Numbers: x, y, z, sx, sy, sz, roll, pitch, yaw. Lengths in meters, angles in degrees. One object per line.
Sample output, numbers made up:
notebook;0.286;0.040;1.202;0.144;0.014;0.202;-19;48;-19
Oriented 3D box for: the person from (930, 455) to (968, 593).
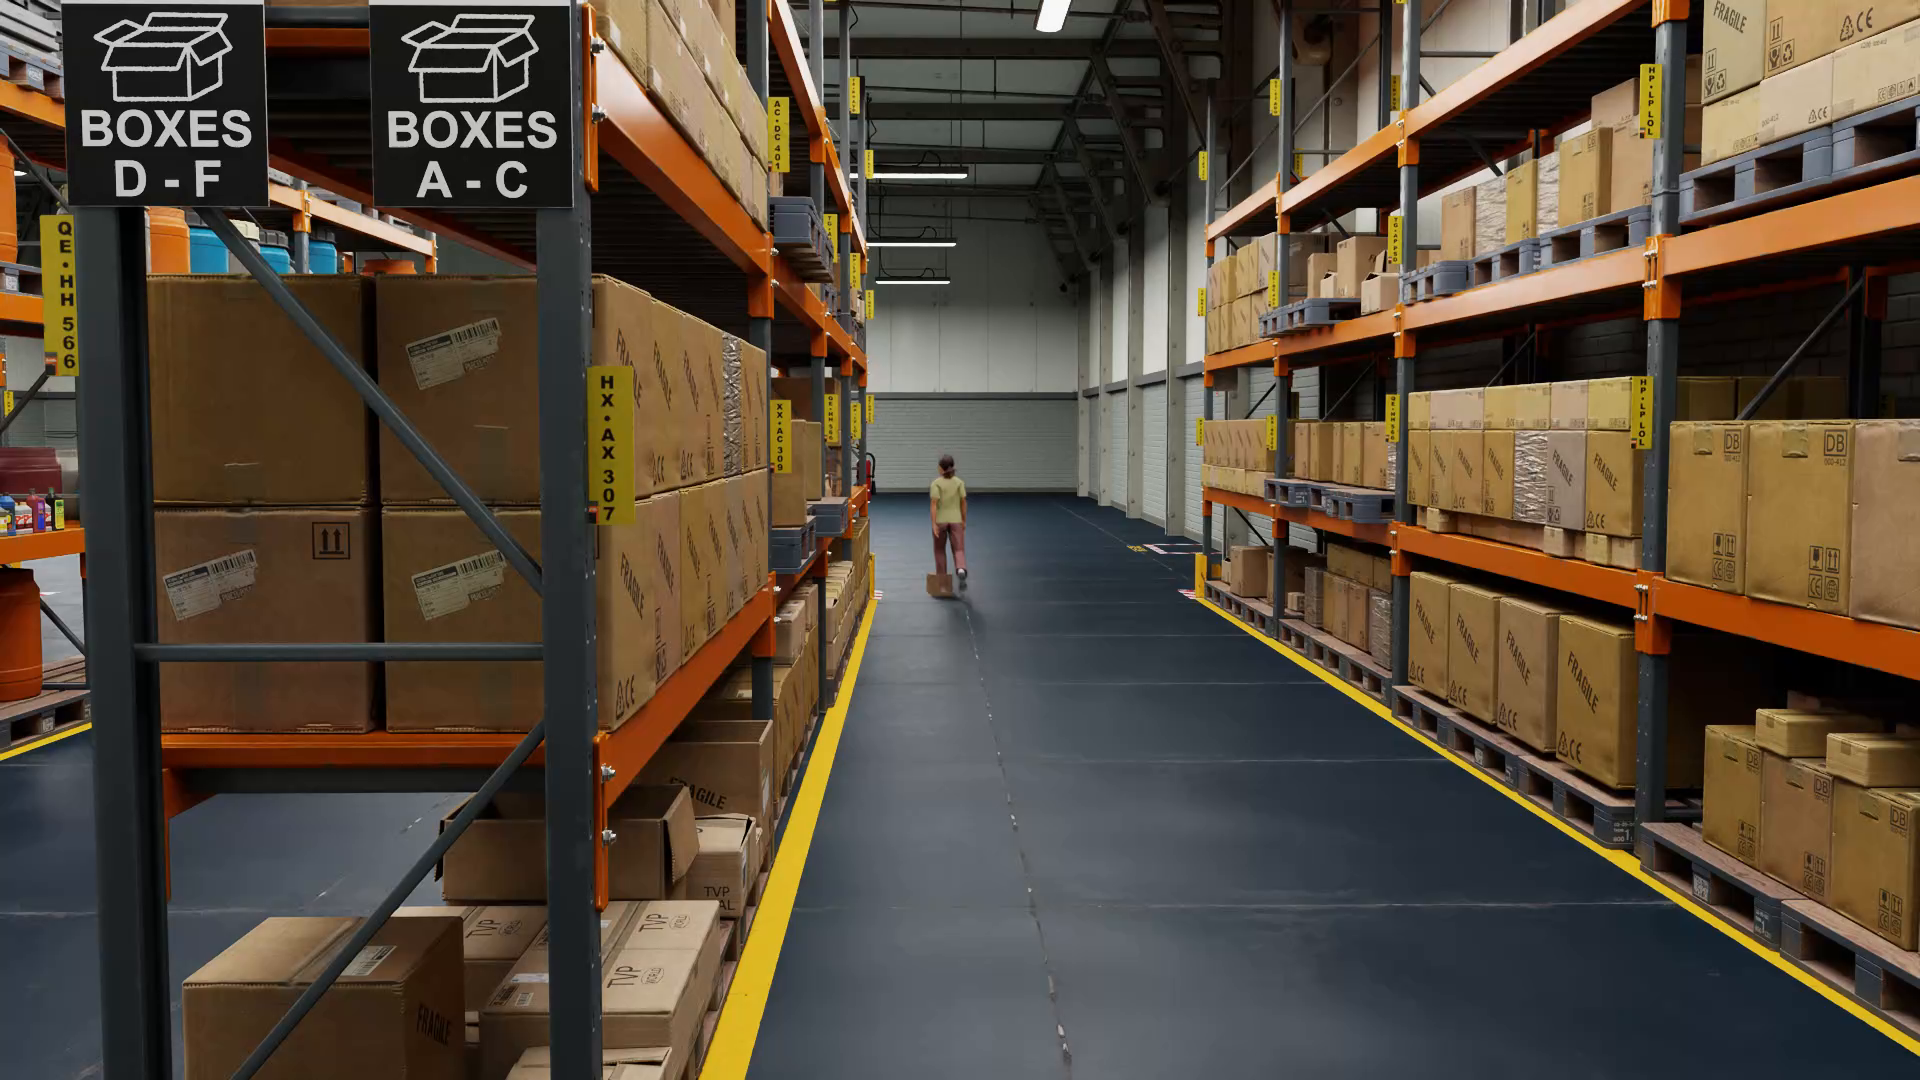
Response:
person;-0.135;-0.182;19.474;0.449;1.638;0.833;-1;4;-9
